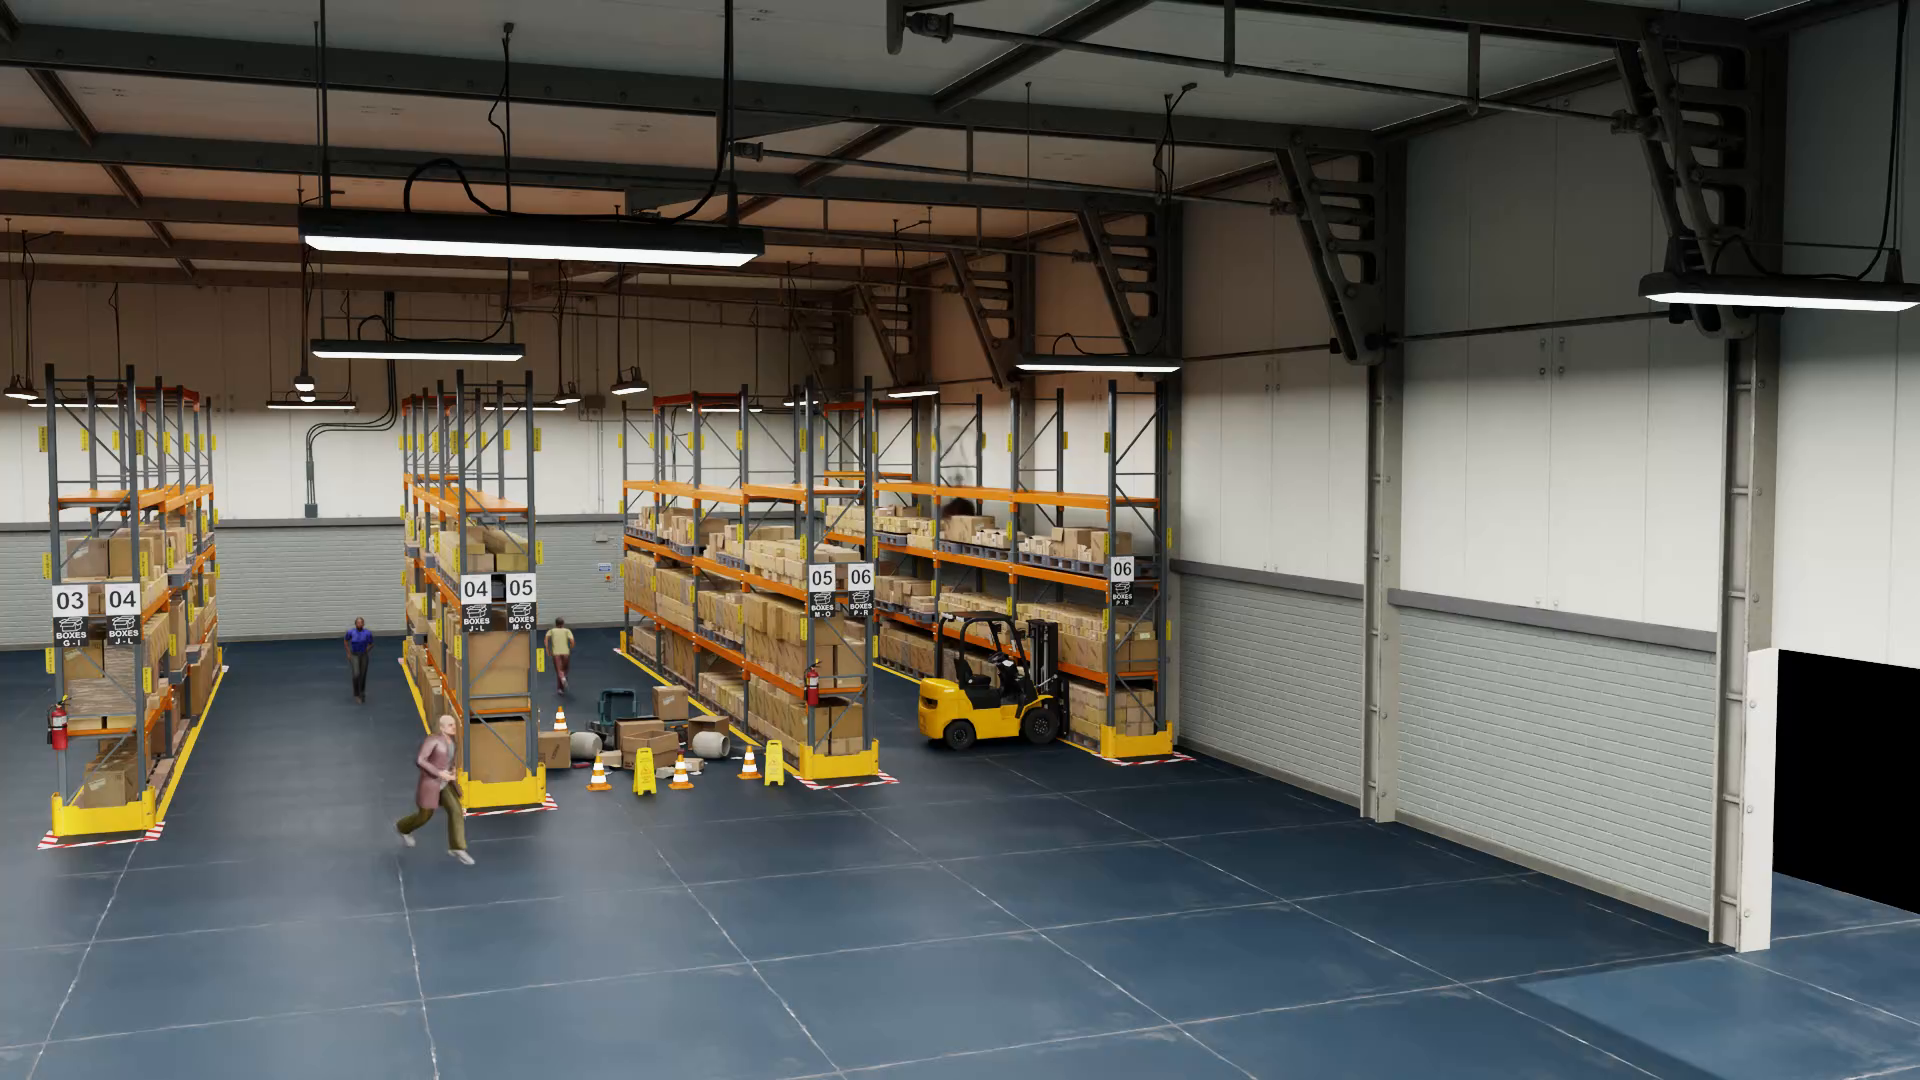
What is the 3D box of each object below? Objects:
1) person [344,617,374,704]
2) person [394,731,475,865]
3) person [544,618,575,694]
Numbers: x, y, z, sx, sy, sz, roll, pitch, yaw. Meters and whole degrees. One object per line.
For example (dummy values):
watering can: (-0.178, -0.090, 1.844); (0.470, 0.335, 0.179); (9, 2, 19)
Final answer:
person: (-11.609, 2.333, 32.156); (0.506, 1.692, 0.846); (-2, 4, -30)
person: (-6.287, 3.060, 19.920); (1.127, 1.591, 0.713); (2, 4, 26)
person: (-7.946, 2.329, 33.027); (0.598, 1.525, 0.872); (-1, 4, -18)
